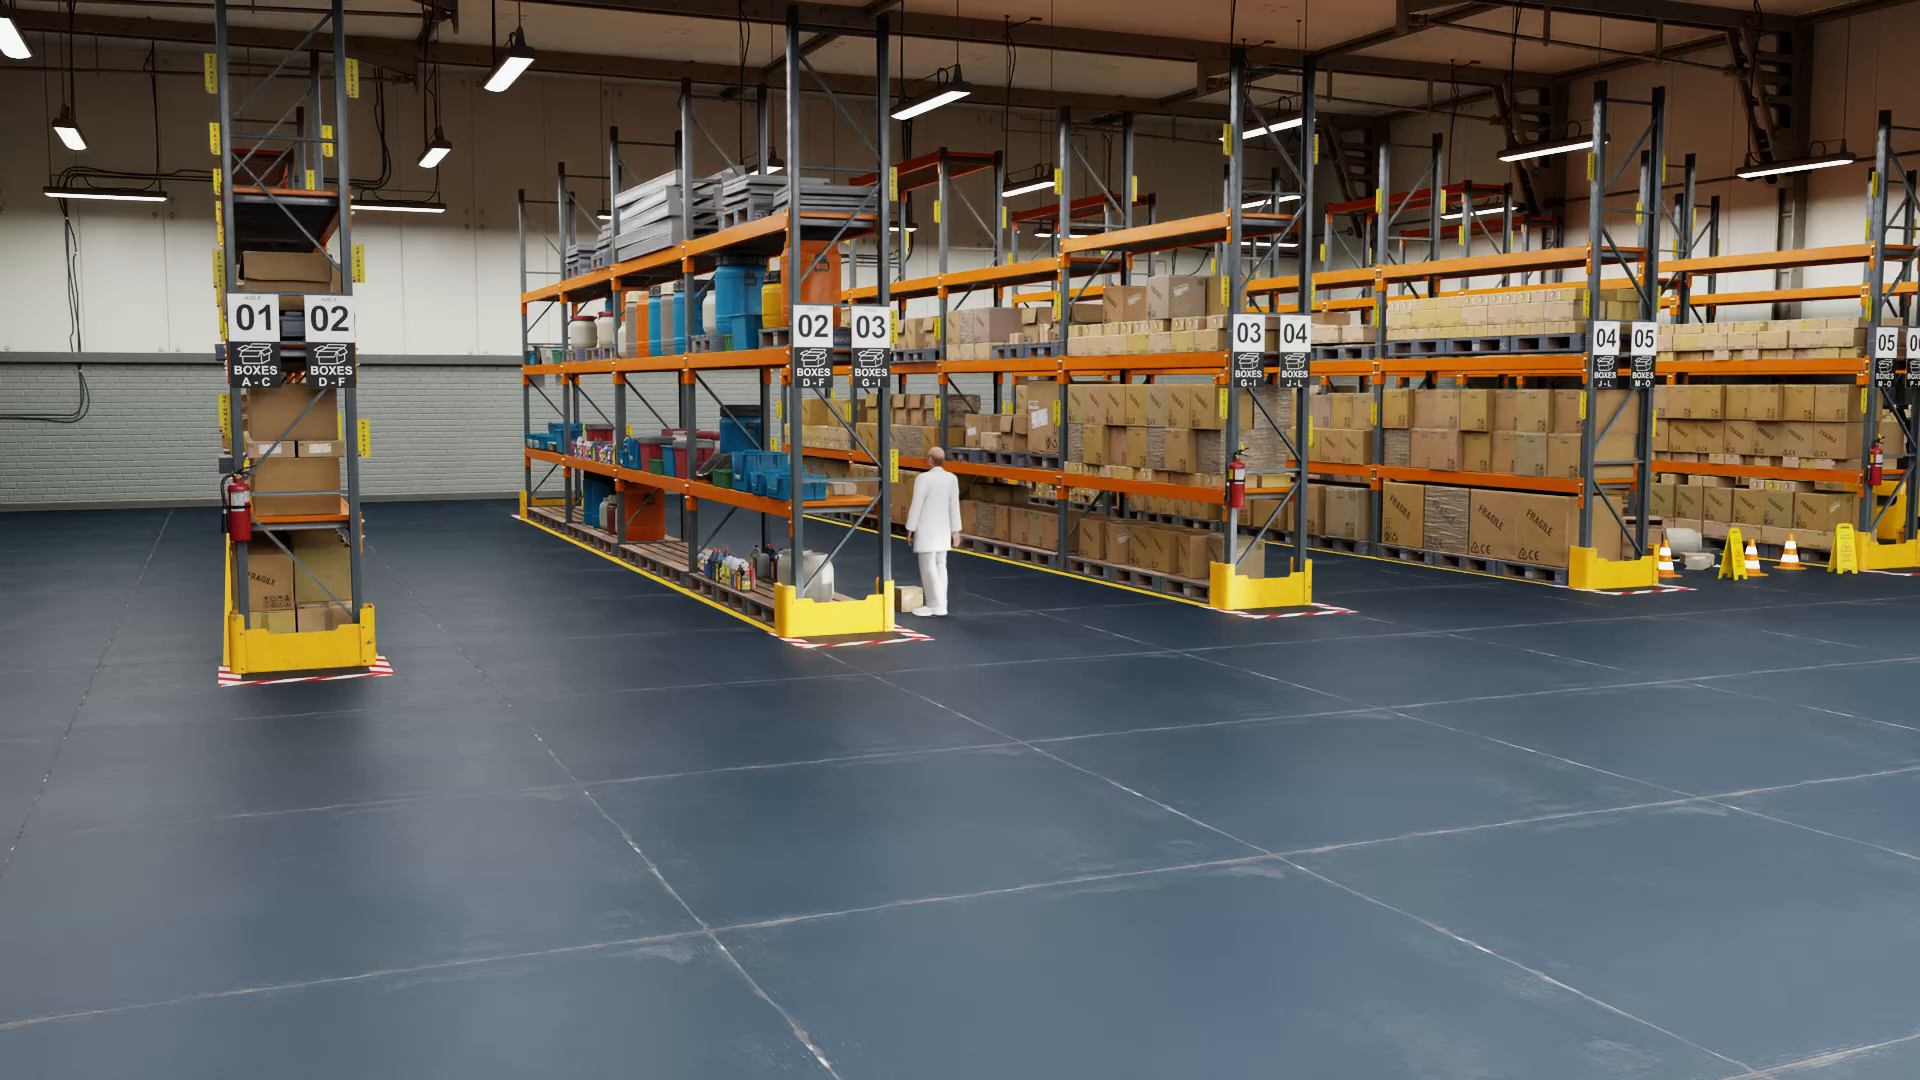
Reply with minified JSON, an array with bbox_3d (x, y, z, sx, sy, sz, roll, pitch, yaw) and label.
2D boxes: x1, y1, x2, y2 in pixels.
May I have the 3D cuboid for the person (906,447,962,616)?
[{"bbox_3d":[-0.284,-0.097,17.557,0.646,1.774,0.464,-4,7,-38],"label":"person"}]
